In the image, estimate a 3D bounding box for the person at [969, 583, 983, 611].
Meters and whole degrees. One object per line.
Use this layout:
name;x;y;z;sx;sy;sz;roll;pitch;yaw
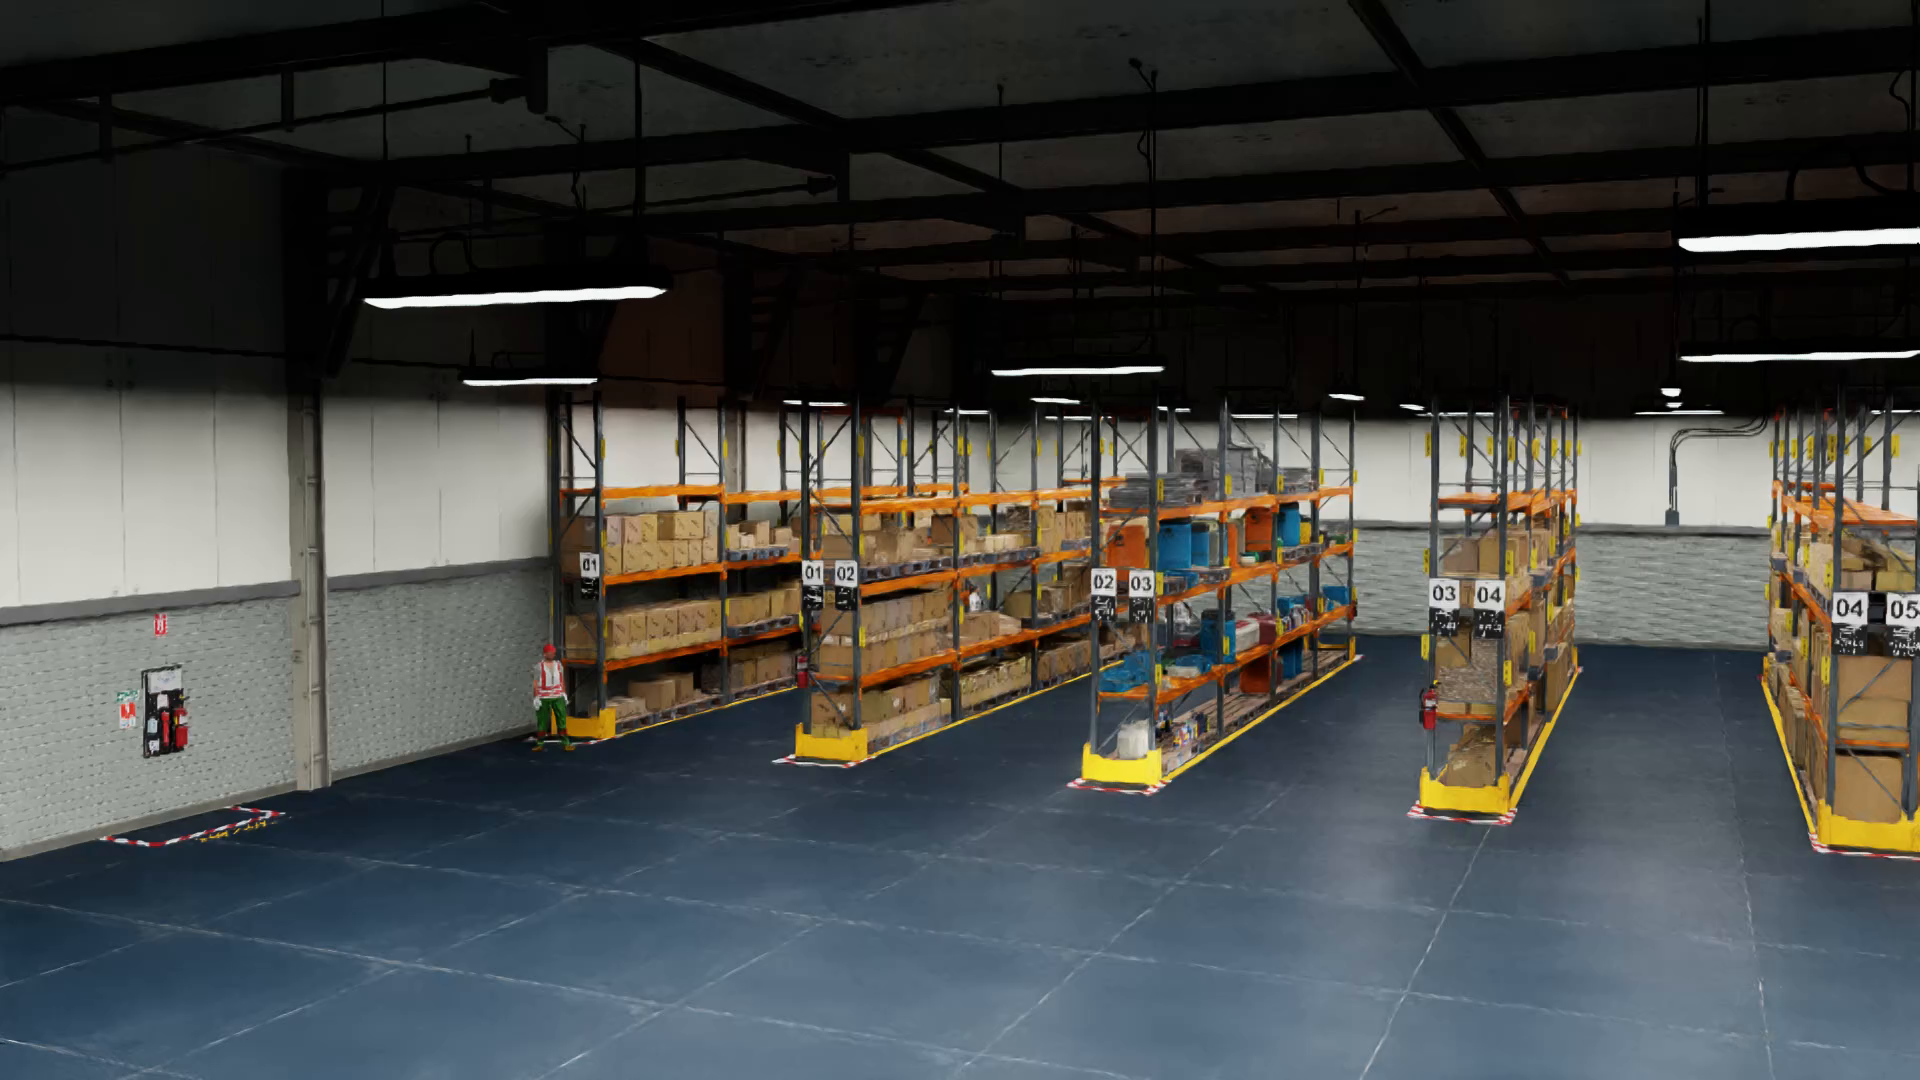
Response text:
person;0.381;1.886;40.908;0.360;1.688;0.608;1;3;15

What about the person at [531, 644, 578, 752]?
person;-6.699;2.585;27.331;0.702;1.785;0.528;-2;4;-34

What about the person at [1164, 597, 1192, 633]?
person;5.236;1.934;40.013;0.702;1.735;0.549;1;3;22
